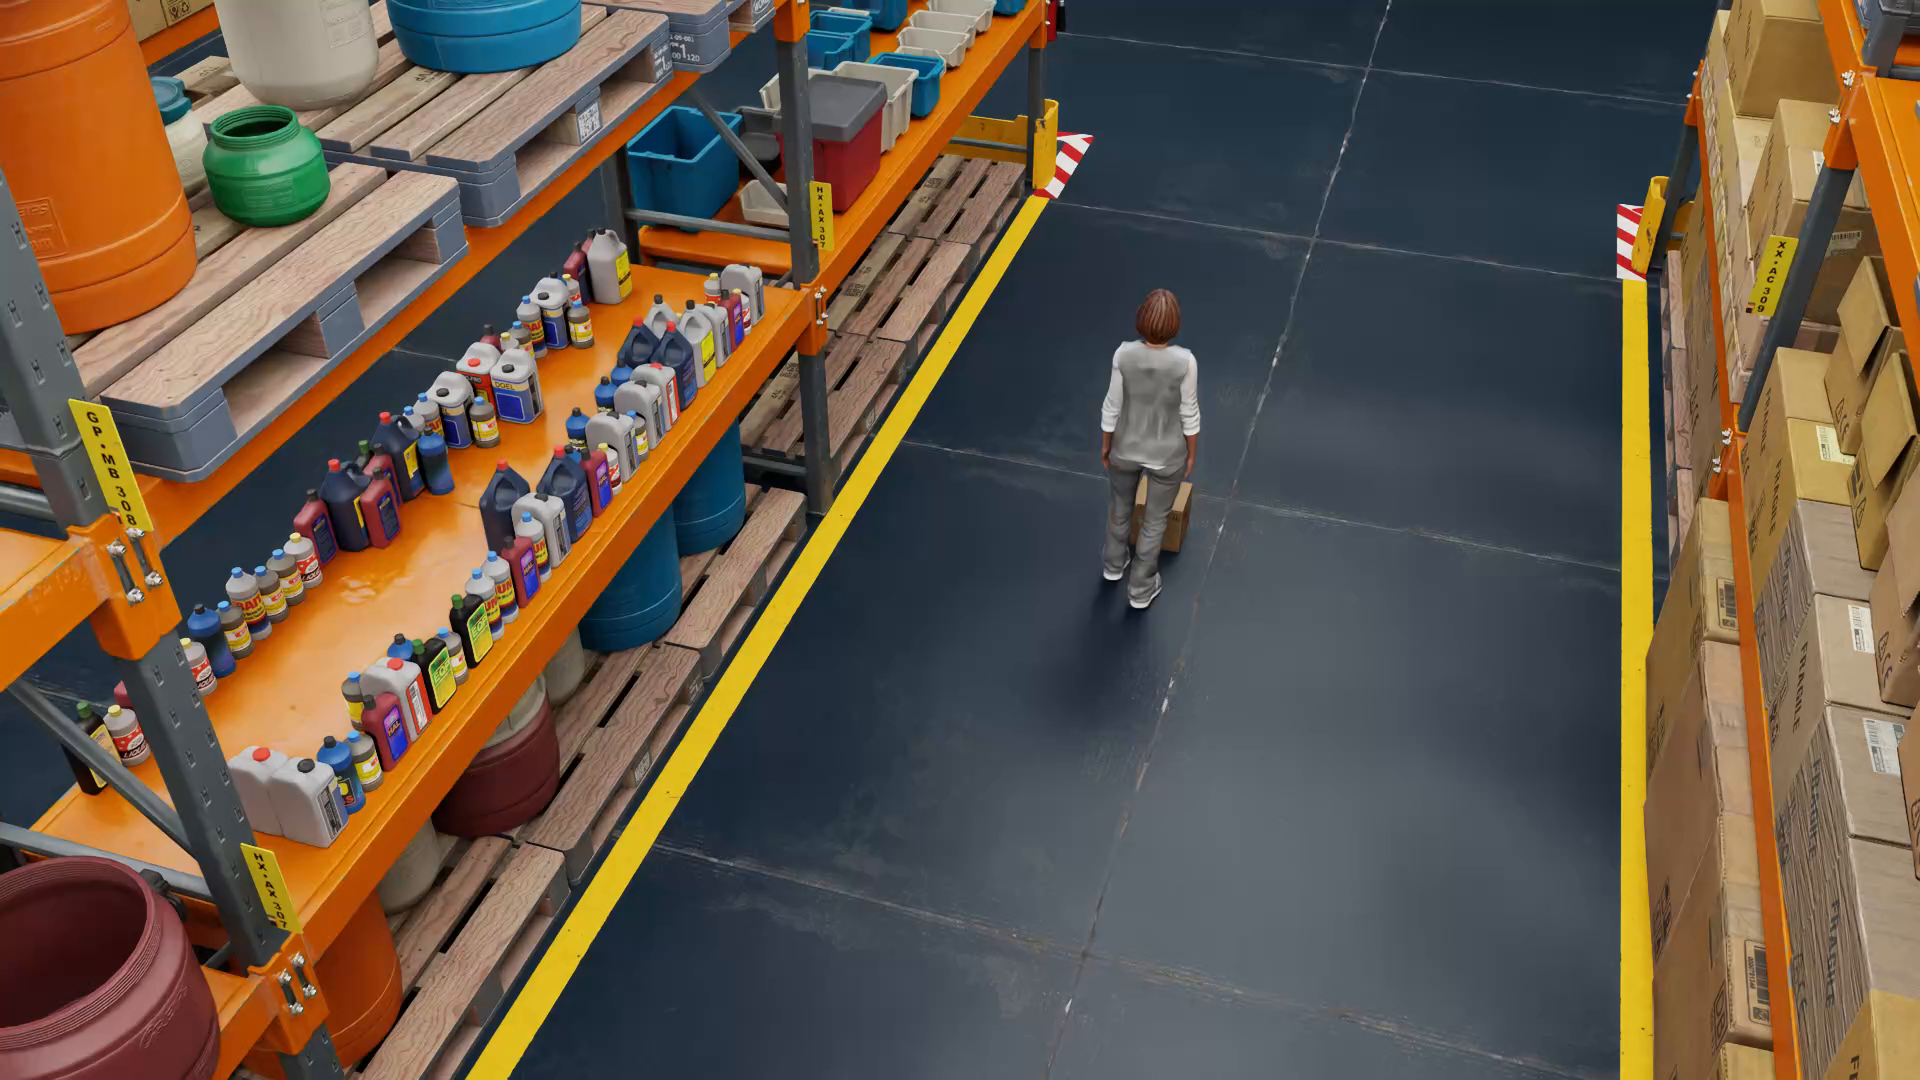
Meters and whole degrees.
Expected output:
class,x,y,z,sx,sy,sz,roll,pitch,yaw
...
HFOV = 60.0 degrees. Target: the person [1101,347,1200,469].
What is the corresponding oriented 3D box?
class,x,y,z,sx,sy,sz,roll,pitch,yaw
person,0.839,-0.615,7.228,0.429,0.536,0.284,11,39,14
